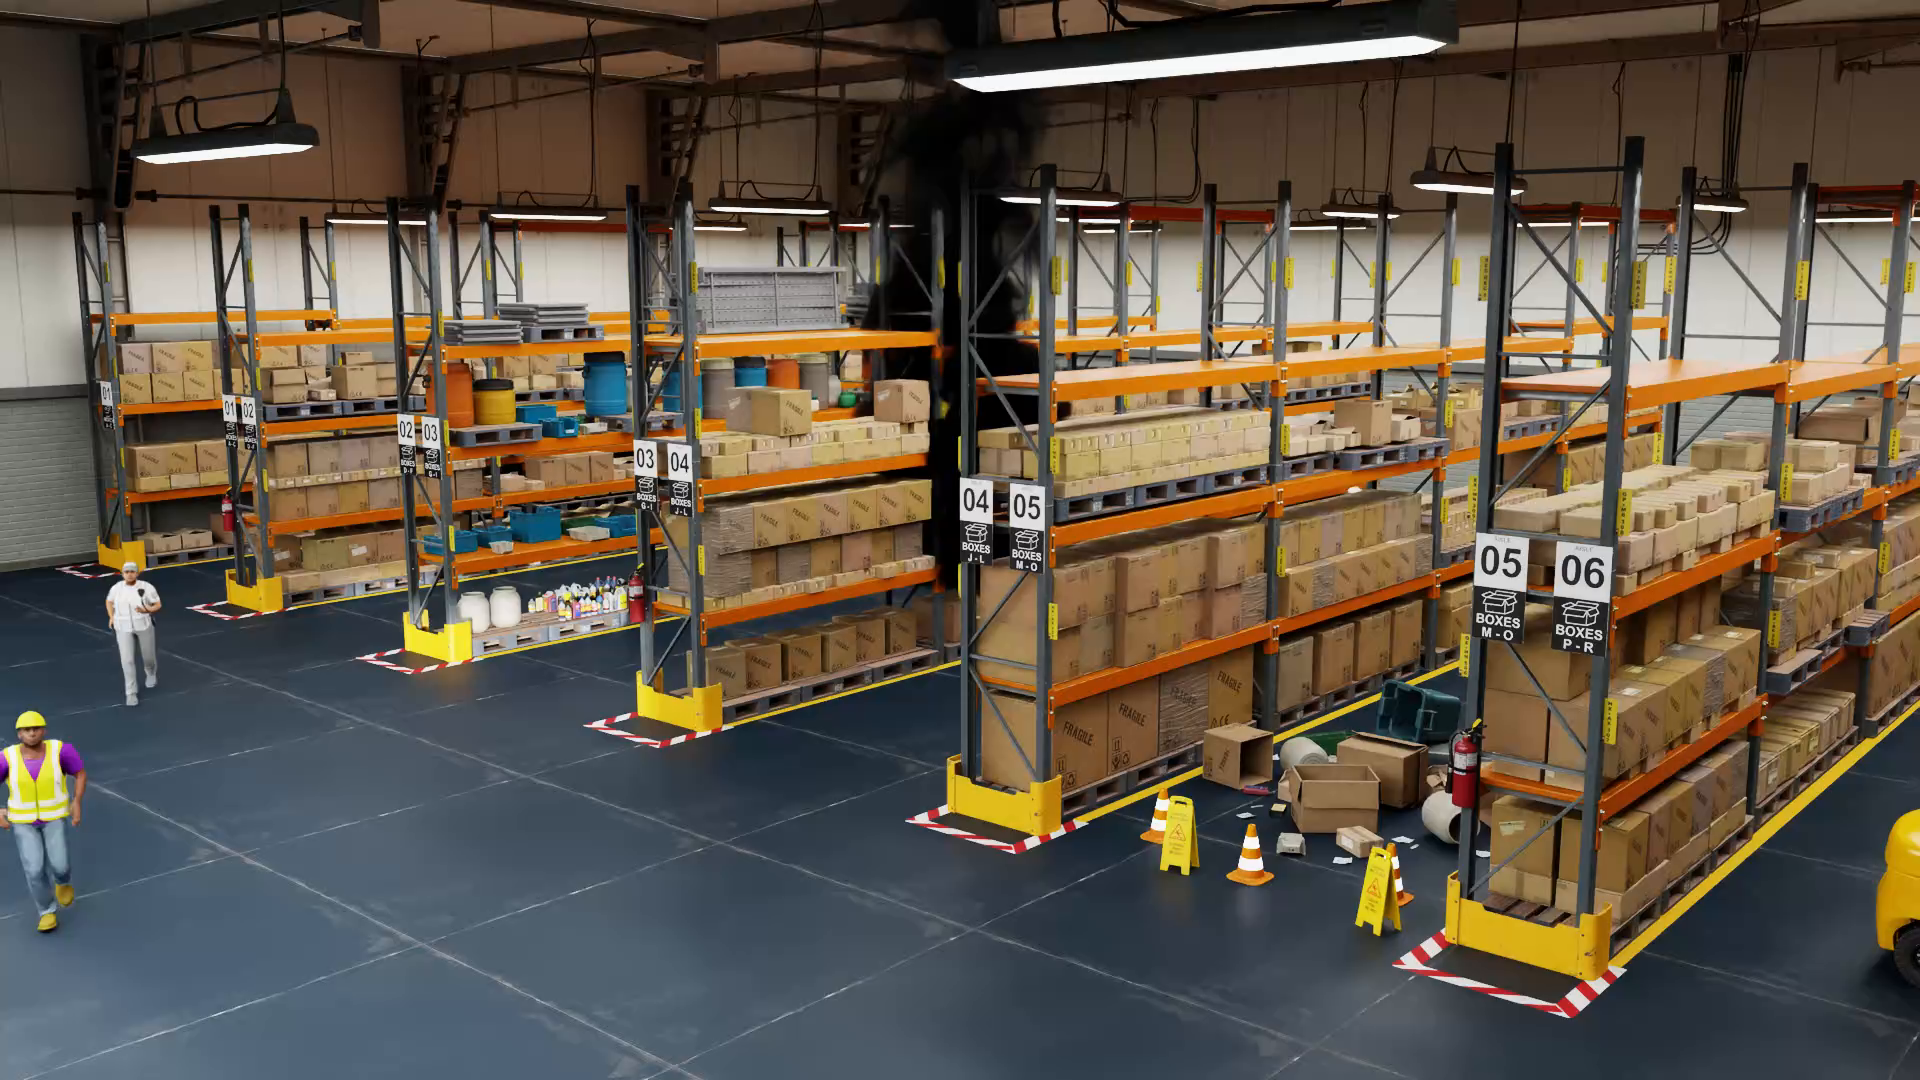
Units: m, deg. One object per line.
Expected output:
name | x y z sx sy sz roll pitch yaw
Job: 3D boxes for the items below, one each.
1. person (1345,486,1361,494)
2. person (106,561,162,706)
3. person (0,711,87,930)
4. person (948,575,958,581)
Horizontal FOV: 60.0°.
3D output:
person | 5.549 0.117 23.669 0.654 1.754 0.563 8 12 40
person | -9.809 1.066 19.776 0.610 1.647 0.940 -4 10 -22
person | -7.236 2.169 13.046 0.720 1.727 0.581 -5 11 -27
person | -0.013 -0.238 25.701 0.707 1.745 0.612 6 11 32
